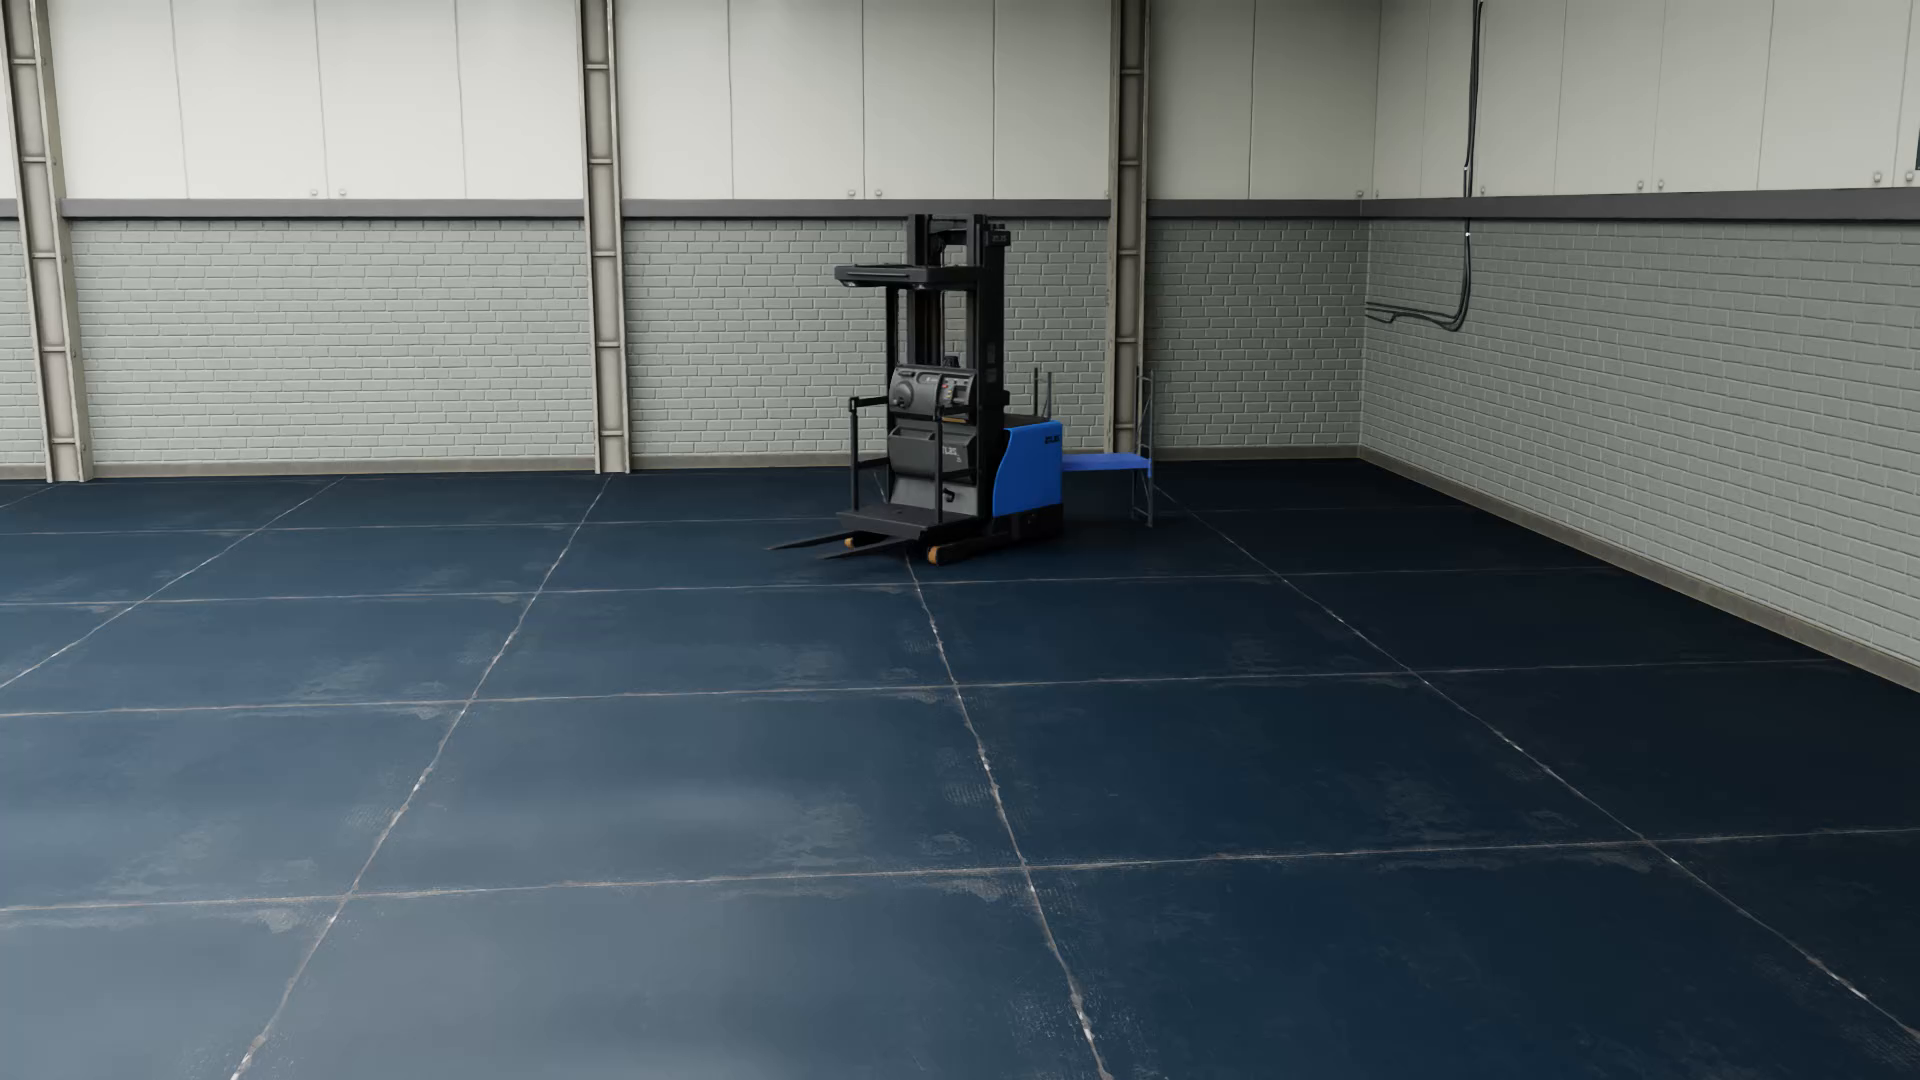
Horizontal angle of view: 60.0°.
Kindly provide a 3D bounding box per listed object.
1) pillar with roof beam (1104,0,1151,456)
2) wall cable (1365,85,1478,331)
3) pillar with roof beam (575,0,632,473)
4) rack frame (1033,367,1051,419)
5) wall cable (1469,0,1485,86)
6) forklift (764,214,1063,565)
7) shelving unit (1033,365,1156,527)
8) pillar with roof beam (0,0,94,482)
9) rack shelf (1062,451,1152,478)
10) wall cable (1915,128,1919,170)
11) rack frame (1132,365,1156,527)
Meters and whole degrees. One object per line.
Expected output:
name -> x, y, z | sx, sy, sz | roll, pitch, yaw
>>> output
pillar with roof beam -> 2.411, -4.514, 14.885 | 0.400, 9.000, 9.100 | -1, 11, -6
wall cable -> 5.017, -3.624, 18.406 | 0.112, 2.526, 3.097 | -1, 11, -6
pillar with roof beam -> -3.554, -4.389, 14.250 | 0.400, 9.000, 9.100 | -1, 11, -6
rack frame -> 0.774, -0.863, 15.752 | 0.032, 1.500, 0.500 | -3, 11, -13
wall cable -> 5.309, -5.583, 15.280 | 0.112, 2.526, 3.097 | -1, 11, -6
forklift -> -0.383, -1.331, 14.420 | 1.130, 2.935, 3.031 | 9, 14, 40
shelving unit -> 1.269, -0.885, 15.866 | 1.048, 1.500, 0.538 | -3, 11, -13
pillar with roof beam -> -9.519, -4.264, 13.614 | 0.400, 9.000, 9.100 | -1, 11, -6
rack shelf -> 1.269, -0.709, 15.900 | 1.000, 0.185, 0.538 | -3, 11, -13
wall cable -> 6.027, -4.996, 8.517 | 0.169, 6.003, 2.305 | -1, 11, -6
rack frame -> 1.764, -0.908, 15.980 | 0.032, 1.500, 0.500 | -3, 11, -13
